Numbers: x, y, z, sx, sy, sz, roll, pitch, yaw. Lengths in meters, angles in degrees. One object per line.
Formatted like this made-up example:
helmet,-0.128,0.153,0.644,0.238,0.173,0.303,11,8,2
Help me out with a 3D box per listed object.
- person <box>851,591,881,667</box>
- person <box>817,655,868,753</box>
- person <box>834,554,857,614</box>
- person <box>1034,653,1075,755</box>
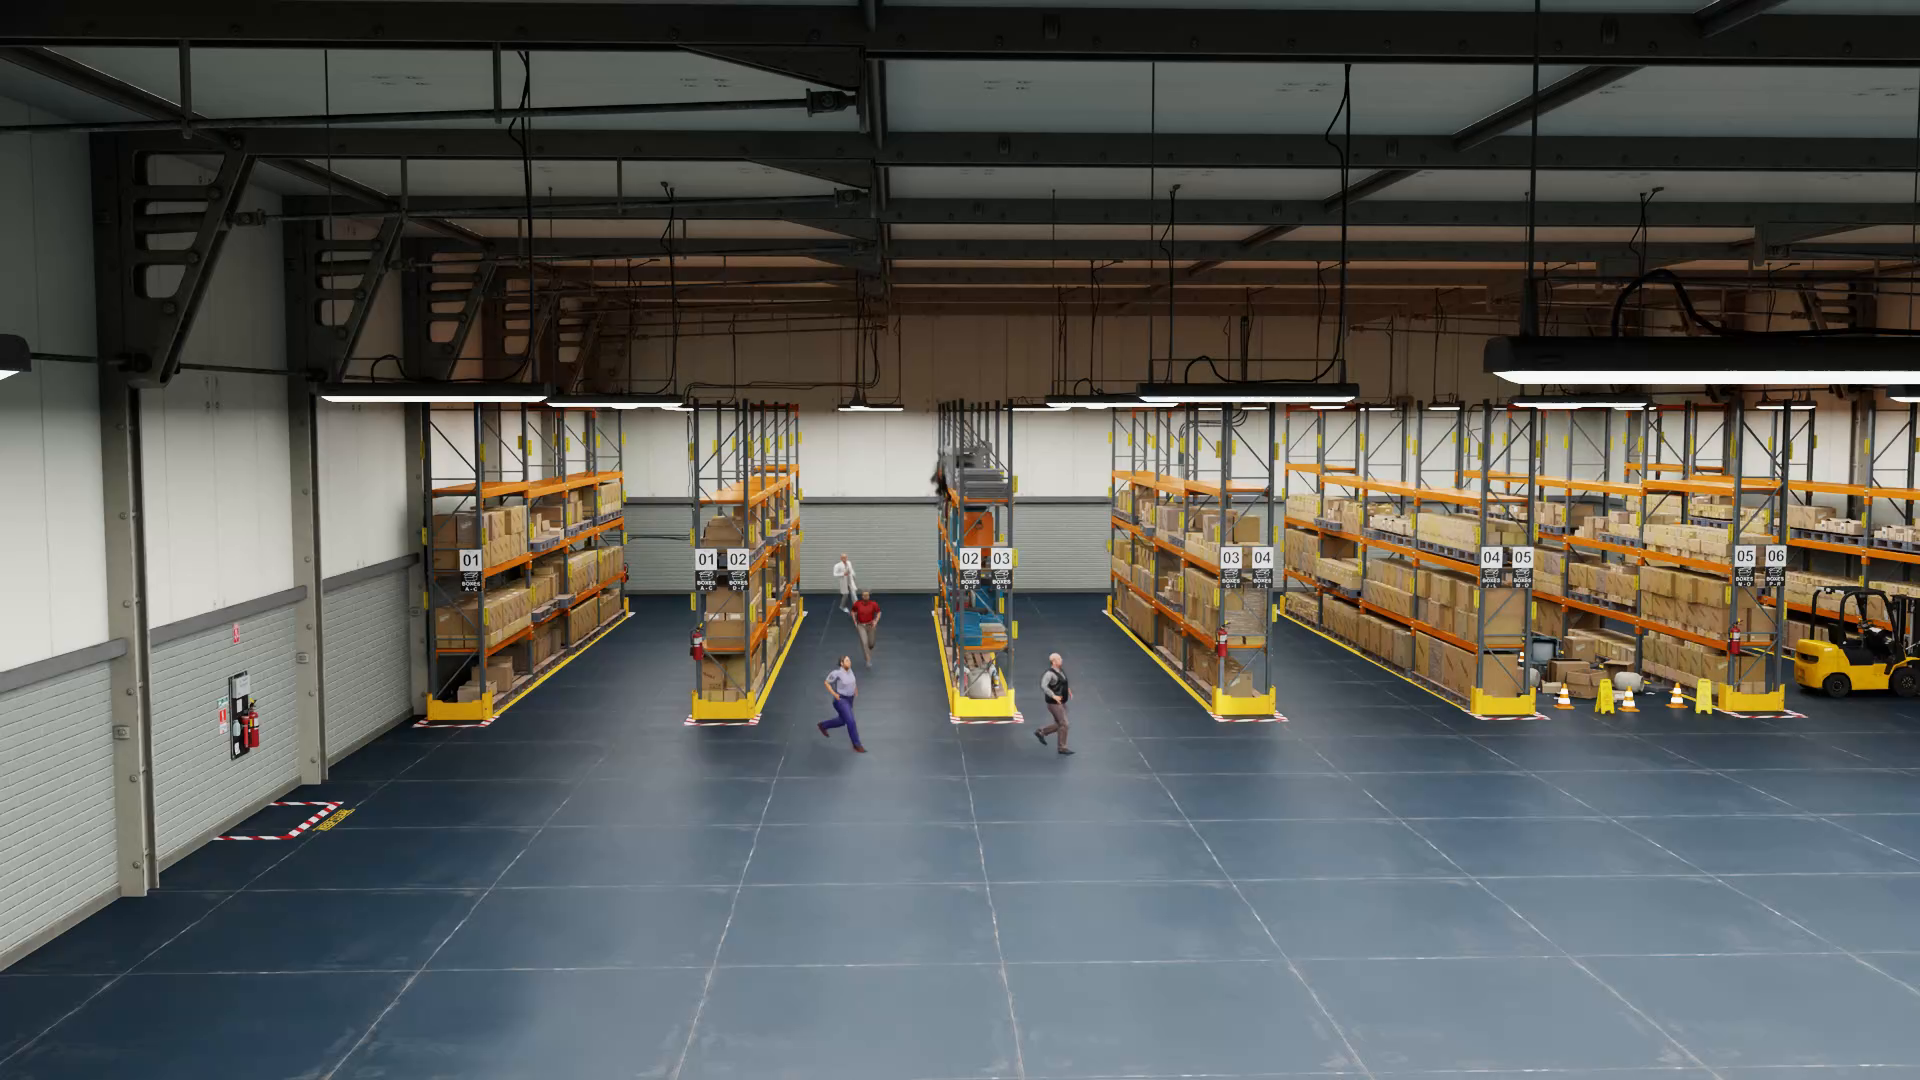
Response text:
person,-2.144,2.005,37.977,0.688,1.716,0.838,0,4,-6
person,-2.007,2.789,28.352,1.066,1.637,0.578,2,5,26
person,-3.267,1.256,47.146,0.715,1.748,0.981,-3,5,-31
person,1.576,2.748,27.980,0.764,1.700,0.677,2,5,24
